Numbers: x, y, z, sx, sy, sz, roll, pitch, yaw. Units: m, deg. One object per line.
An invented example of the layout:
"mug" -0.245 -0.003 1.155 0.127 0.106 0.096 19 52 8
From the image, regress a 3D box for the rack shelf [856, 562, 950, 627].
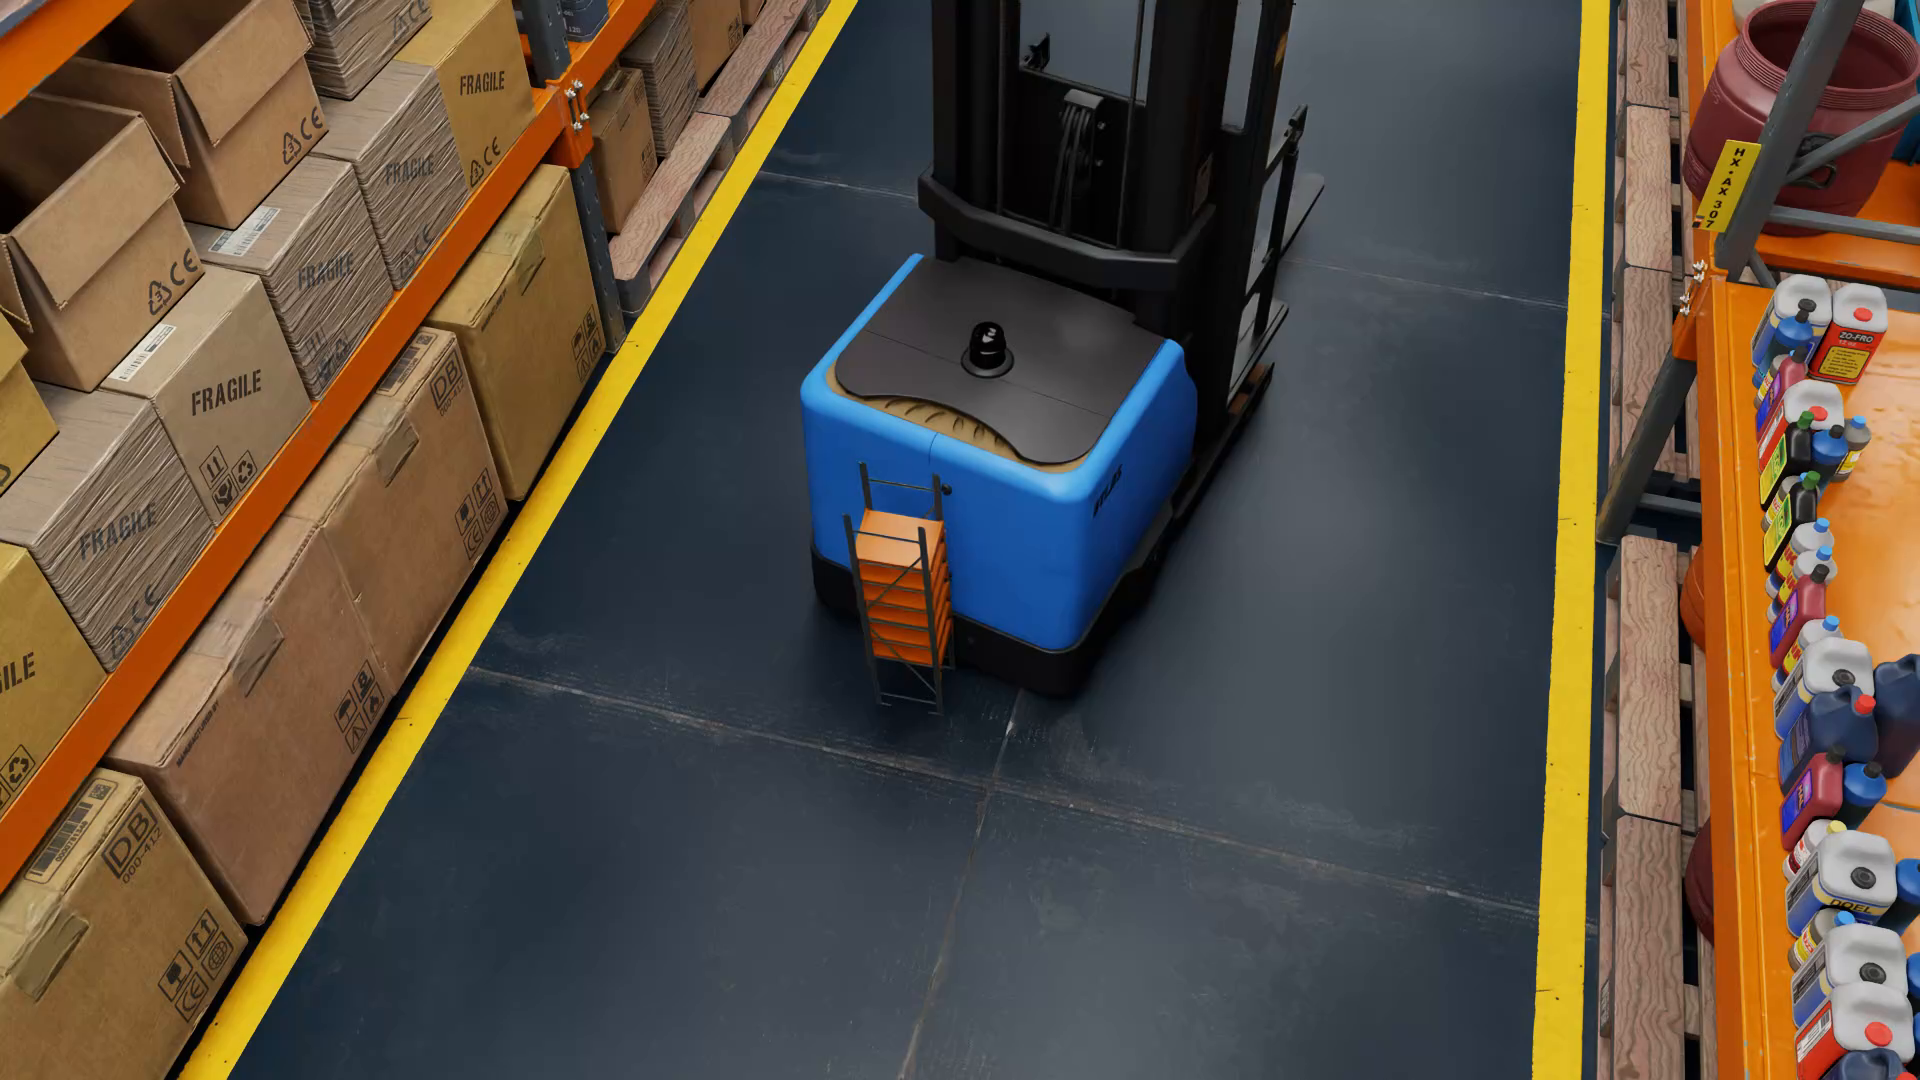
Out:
"rack shelf" -0.177 0.149 5.208 0.258 0.103 0.180 10 59 9

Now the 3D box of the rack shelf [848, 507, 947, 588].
"rack shelf" -0.186 0.021 5.005 0.258 0.103 0.180 10 59 9

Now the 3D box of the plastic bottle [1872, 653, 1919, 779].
"plastic bottle" 2.224 0.392 3.936 0.144 0.351 0.185 12 50 10

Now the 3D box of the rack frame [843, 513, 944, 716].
"rack frame" -0.194 0.265 5.225 0.240 1.200 0.006 10 59 9

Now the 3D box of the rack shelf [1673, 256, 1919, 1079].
"rack shelf" 2.352 0.761 4.058 1.077 0.370 4.000 12 50 10

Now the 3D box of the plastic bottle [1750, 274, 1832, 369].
"plastic bottle" 2.453 -0.634 4.891 0.152 0.276 0.135 12 50 10

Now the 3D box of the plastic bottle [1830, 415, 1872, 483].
"plastic bottle" 2.456 -0.263 4.614 0.097 0.201 0.097 0 49 0

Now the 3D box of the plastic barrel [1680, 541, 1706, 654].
"plastic barrel" 2.766 0.013 5.406 0.600 0.830 0.708 12 50 10

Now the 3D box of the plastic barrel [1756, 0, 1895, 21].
"plastic barrel" 2.943 -1.747 5.717 0.421 0.512 0.421 0 49 0

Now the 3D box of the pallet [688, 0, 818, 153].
"pallet" -1.370 -2.423 8.248 1.003 0.211 1.213 12 50 10

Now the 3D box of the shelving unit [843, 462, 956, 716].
"shelving unit" -0.174 0.189 5.272 0.258 1.200 0.189 10 59 9

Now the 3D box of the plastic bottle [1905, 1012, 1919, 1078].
"plastic bottle" 1.972 1.045 3.413 0.097 0.271 0.097 0 49 0

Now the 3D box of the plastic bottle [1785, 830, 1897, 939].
"plastic bottle" 1.943 0.768 3.655 0.152 0.276 0.135 12 50 10

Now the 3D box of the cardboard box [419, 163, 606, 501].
"cardboard box" -2.101 -0.842 6.130 1.225 0.875 0.875 9 49 8

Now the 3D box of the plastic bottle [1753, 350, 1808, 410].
"plastic bottle" 2.370 -0.460 4.788 0.097 0.201 0.097 0 49 0

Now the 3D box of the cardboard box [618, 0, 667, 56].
"cardboard box" -1.622 -2.344 7.192 0.500 0.250 0.500 17 51 14

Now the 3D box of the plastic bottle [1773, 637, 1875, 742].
"plastic bottle" 2.088 0.370 4.006 0.152 0.276 0.135 12 50 10

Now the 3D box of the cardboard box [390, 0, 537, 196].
"cardboard box" -1.790 -1.528 5.532 0.500 0.500 0.500 13 50 11

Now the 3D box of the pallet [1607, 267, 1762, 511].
"pallet" 3.120 -0.554 6.598 1.003 0.211 1.213 12 50 10

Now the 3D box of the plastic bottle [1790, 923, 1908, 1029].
"plastic bottle" 1.882 0.935 3.507 0.152 0.276 0.135 12 50 10

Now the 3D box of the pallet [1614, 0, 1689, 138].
"pallet" 3.762 -2.319 8.156 1.003 0.211 1.213 12 50 10

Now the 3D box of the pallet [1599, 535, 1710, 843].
"pallet" 2.711 0.577 5.600 1.003 0.211 1.213 12 50 10

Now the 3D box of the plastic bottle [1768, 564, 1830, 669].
"plastic bottle" 2.105 0.191 4.159 0.061 0.283 0.133 12 50 10

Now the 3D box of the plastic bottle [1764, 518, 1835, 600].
"plastic bottle" 2.178 0.045 4.296 0.097 0.271 0.097 0 49 0

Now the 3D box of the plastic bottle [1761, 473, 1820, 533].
"plastic bottle" 2.239 -0.099 4.469 0.097 0.201 0.097 0 49 0

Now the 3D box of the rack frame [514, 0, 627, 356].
"rack frame" -1.900 -1.901 5.927 1.000 3.000 0.127 12 50 10

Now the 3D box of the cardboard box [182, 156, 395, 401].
"cardboard box" -2.061 -0.793 4.882 0.500 0.500 0.500 10 49 9

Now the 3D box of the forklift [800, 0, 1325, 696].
"forklift" 0.610 -1.547 5.661 1.130 2.935 3.031 22 52 18

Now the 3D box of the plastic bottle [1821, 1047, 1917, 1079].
"plastic bottle" 1.801 1.123 3.291 0.144 0.351 0.185 12 50 10

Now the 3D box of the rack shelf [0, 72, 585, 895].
"rack shelf" -2.426 -0.217 4.920 1.077 0.370 4.000 12 50 10

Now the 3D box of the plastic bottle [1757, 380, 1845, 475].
"plastic bottle" 2.331 -0.299 4.596 0.152 0.276 0.135 12 50 10

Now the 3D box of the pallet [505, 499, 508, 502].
"pallet" -2.180 -0.423 6.483 1.003 0.211 1.213 12 50 10

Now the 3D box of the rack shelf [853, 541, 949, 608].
"rack shelf" -0.181 0.085 5.107 0.258 0.103 0.180 10 59 9

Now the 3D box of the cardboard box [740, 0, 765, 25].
"cardboard box" -1.320 -2.927 8.206 0.700 0.500 0.500 8 49 7

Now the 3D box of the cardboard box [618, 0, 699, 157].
"cardboard box" -1.609 -2.112 7.487 0.700 0.500 0.500 8 49 7

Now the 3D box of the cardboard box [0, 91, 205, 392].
"cardboard box" -2.452 -0.783 4.205 0.797 0.503 0.637 13 50 11

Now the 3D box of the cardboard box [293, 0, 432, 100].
"cardboard box" -2.108 -1.741 5.050 0.797 0.503 0.637 13 50 11

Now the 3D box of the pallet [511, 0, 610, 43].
"pallet" -1.815 -2.374 6.473 1.213 0.211 1.003 12 50 10

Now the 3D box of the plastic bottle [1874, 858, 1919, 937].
"plastic bottle" 2.068 0.780 3.647 0.097 0.271 0.097 0 49 0

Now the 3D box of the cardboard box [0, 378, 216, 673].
"cardboard box" -2.327 -0.050 4.227 0.500 0.500 0.500 11 49 9

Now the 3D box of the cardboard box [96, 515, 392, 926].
"cardboard box" -2.569 0.443 4.996 1.225 0.875 0.875 10 49 9

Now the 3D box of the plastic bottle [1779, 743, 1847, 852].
"plastic bottle" 1.960 0.589 3.808 0.061 0.283 0.133 12 50 10
